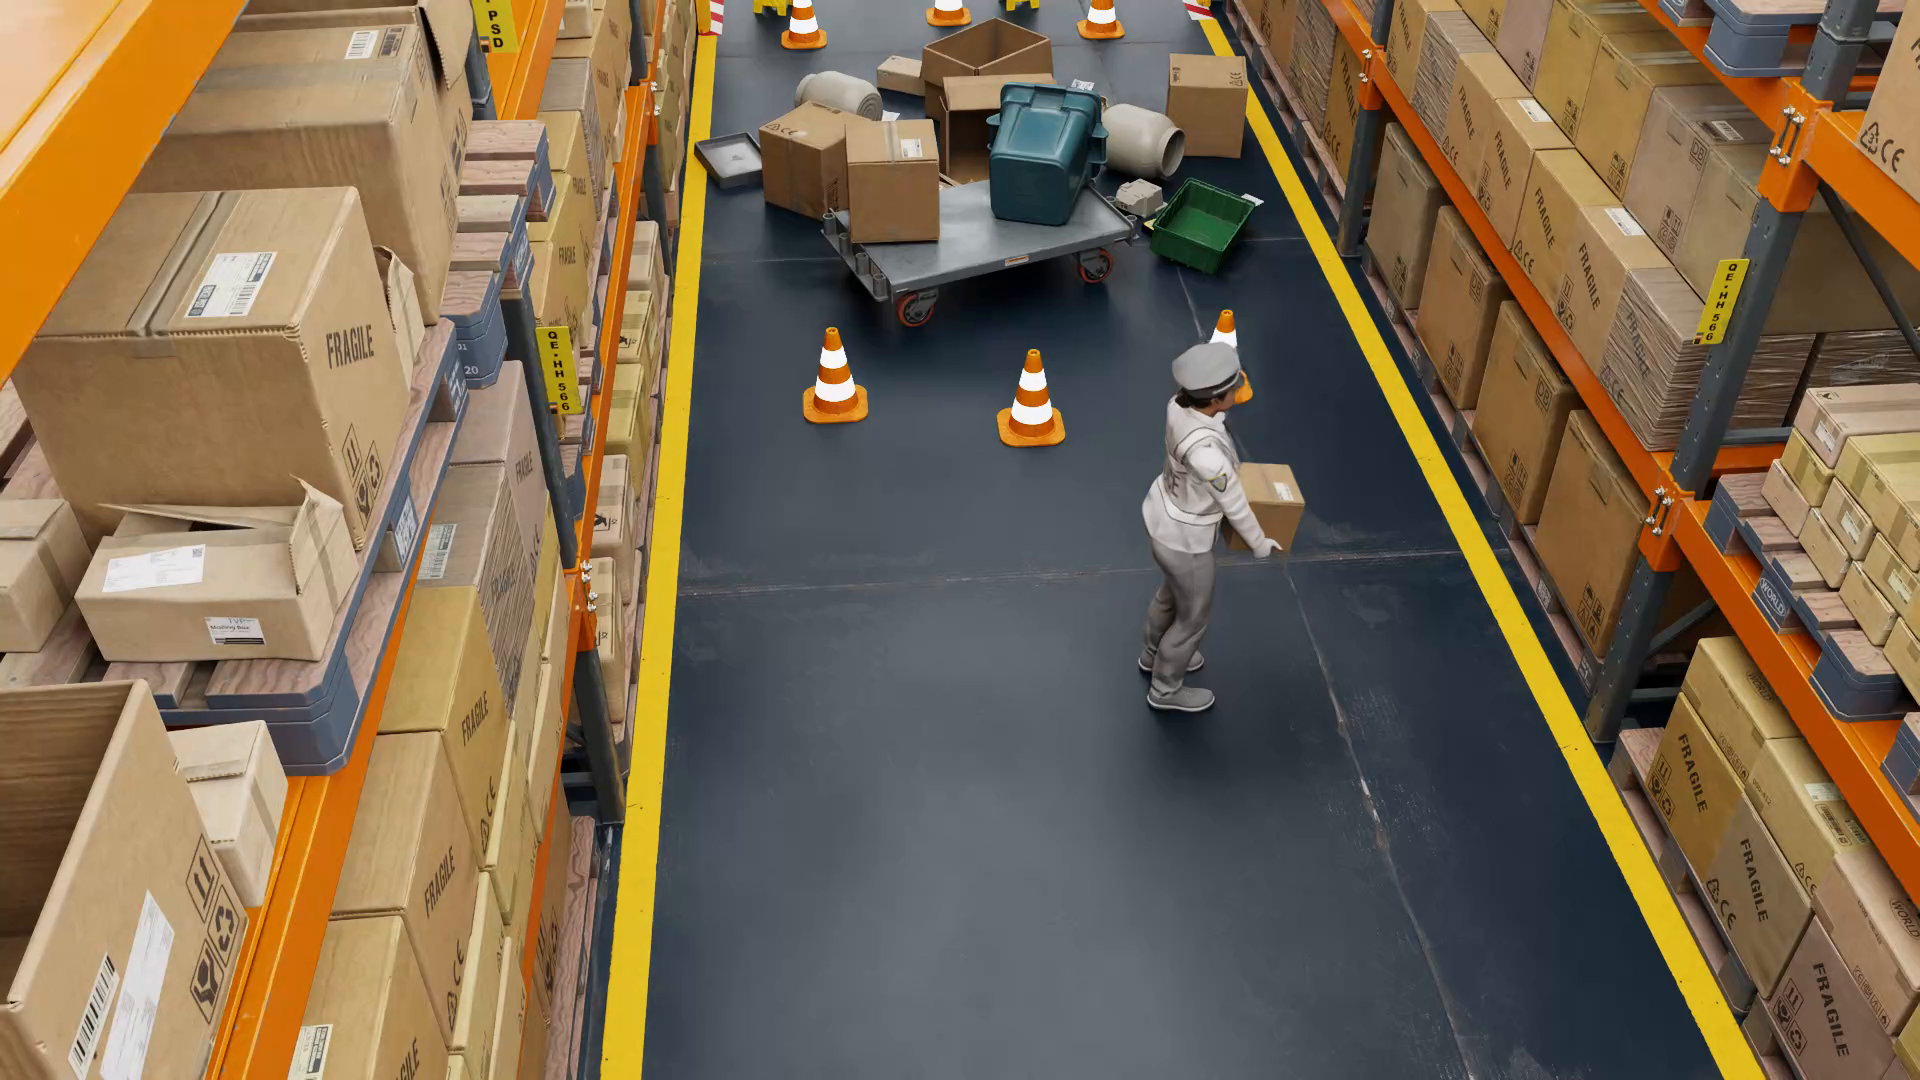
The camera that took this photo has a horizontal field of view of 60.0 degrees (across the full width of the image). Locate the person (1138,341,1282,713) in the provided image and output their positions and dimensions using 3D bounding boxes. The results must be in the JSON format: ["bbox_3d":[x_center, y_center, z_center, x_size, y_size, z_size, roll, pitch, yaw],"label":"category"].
[{"bbox_3d":[0.987,-0.041,6.621,0.528,1.682,0.417,-4,40,-5],"label":"person"}]
